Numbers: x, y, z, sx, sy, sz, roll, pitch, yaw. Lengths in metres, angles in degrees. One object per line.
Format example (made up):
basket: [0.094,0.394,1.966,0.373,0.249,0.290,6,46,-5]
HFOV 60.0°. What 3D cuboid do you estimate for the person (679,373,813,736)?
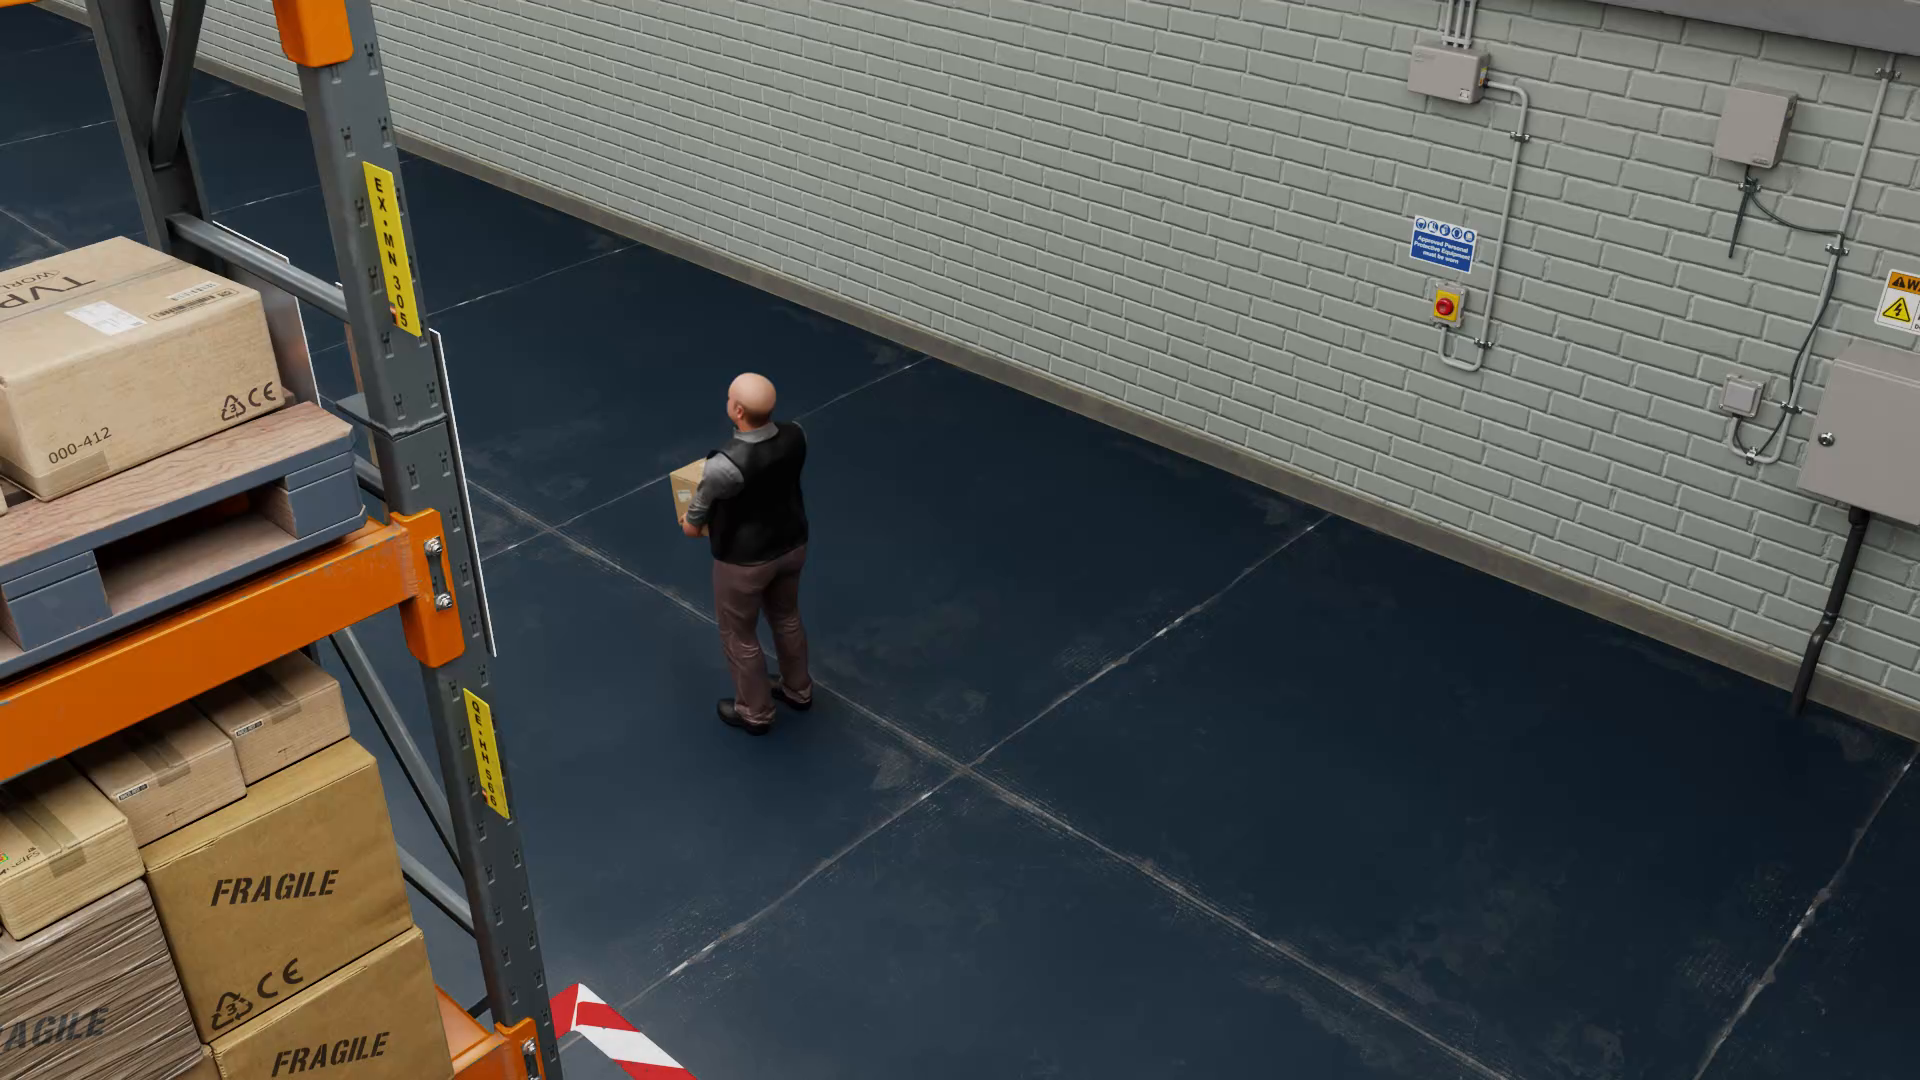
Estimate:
person: [-0.934,0.024,7.127,0.551,1.711,0.494,26,40,36]
